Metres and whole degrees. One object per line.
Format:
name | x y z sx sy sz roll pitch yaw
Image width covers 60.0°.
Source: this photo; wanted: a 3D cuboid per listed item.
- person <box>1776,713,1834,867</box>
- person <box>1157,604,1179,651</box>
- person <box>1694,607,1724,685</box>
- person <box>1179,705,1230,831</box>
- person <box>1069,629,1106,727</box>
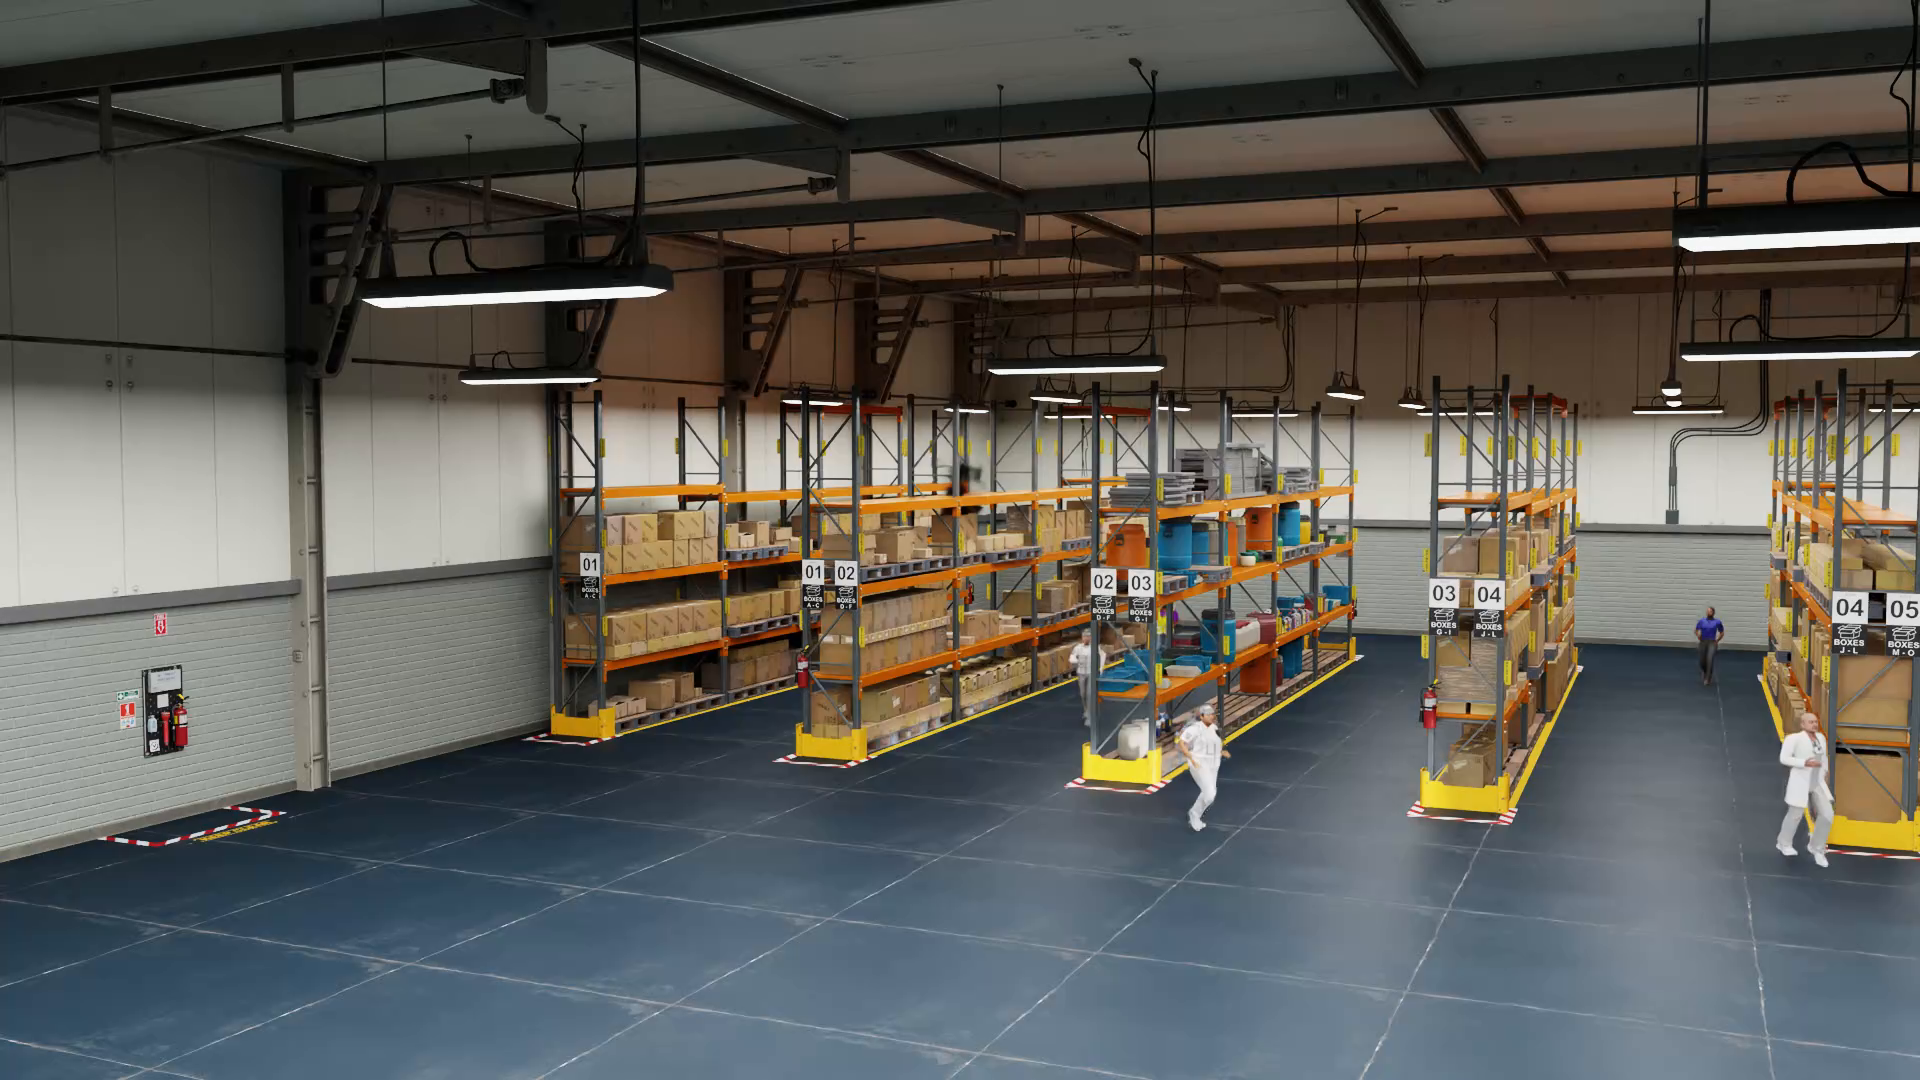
person | 10.257 3.011 20.118 0.720 1.843 0.758 0 3 -5
person | 4.489 2.092 36.747 0.676 1.754 0.683 1 3 14
person | 15.924 2.254 35.383 0.585 1.642 0.732 2 4 36
person | 3.220 2.981 21.739 0.578 1.648 0.635 -3 4 -38
person | 2.309 2.472 30.230 0.612 1.748 0.805 1 3 17
